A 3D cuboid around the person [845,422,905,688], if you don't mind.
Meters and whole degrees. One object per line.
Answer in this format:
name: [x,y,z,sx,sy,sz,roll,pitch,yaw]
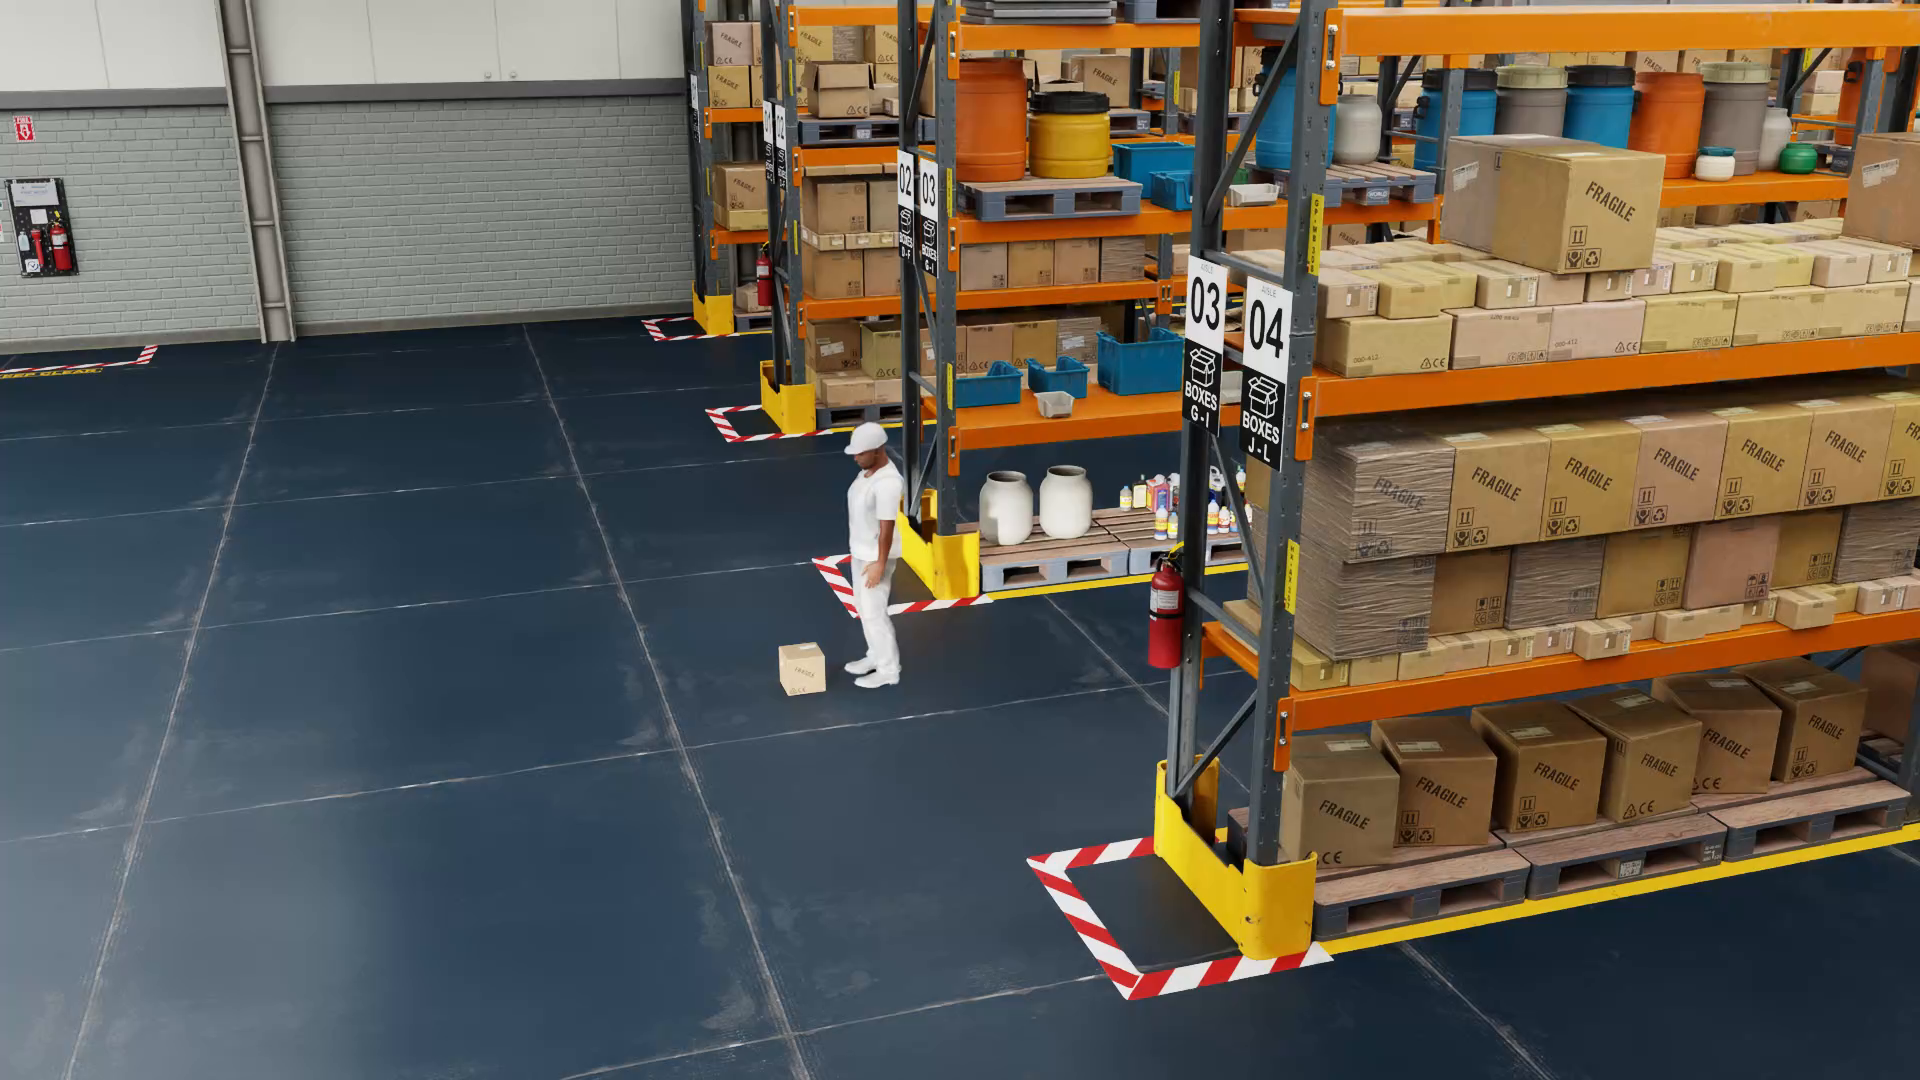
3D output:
person: [-0.553,0.087,10.788,0.368,1.758,0.568,-6,20,-16]
